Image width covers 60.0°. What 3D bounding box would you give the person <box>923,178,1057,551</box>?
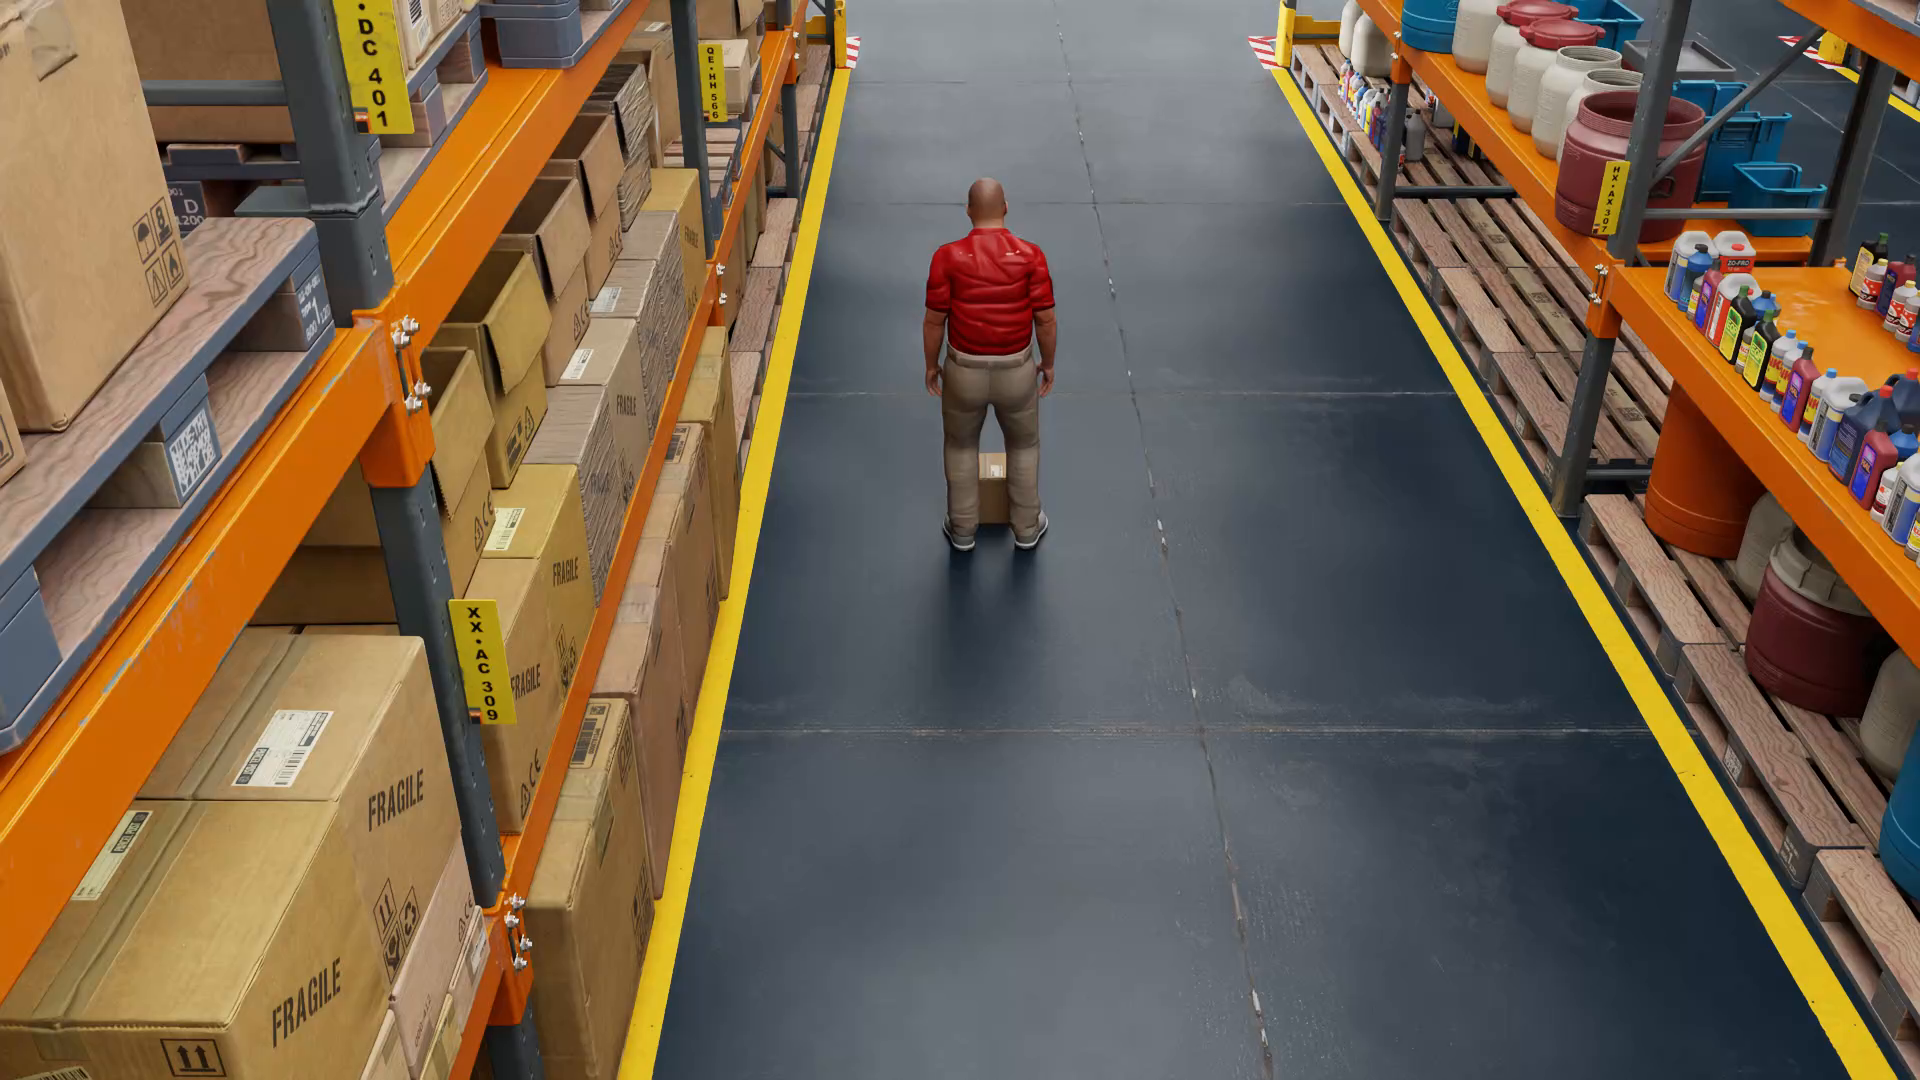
[{"bbox_3d":[0.132,-0.750,7.379,0.586,1.727,0.393,0,31,0],"label":"person"}]
